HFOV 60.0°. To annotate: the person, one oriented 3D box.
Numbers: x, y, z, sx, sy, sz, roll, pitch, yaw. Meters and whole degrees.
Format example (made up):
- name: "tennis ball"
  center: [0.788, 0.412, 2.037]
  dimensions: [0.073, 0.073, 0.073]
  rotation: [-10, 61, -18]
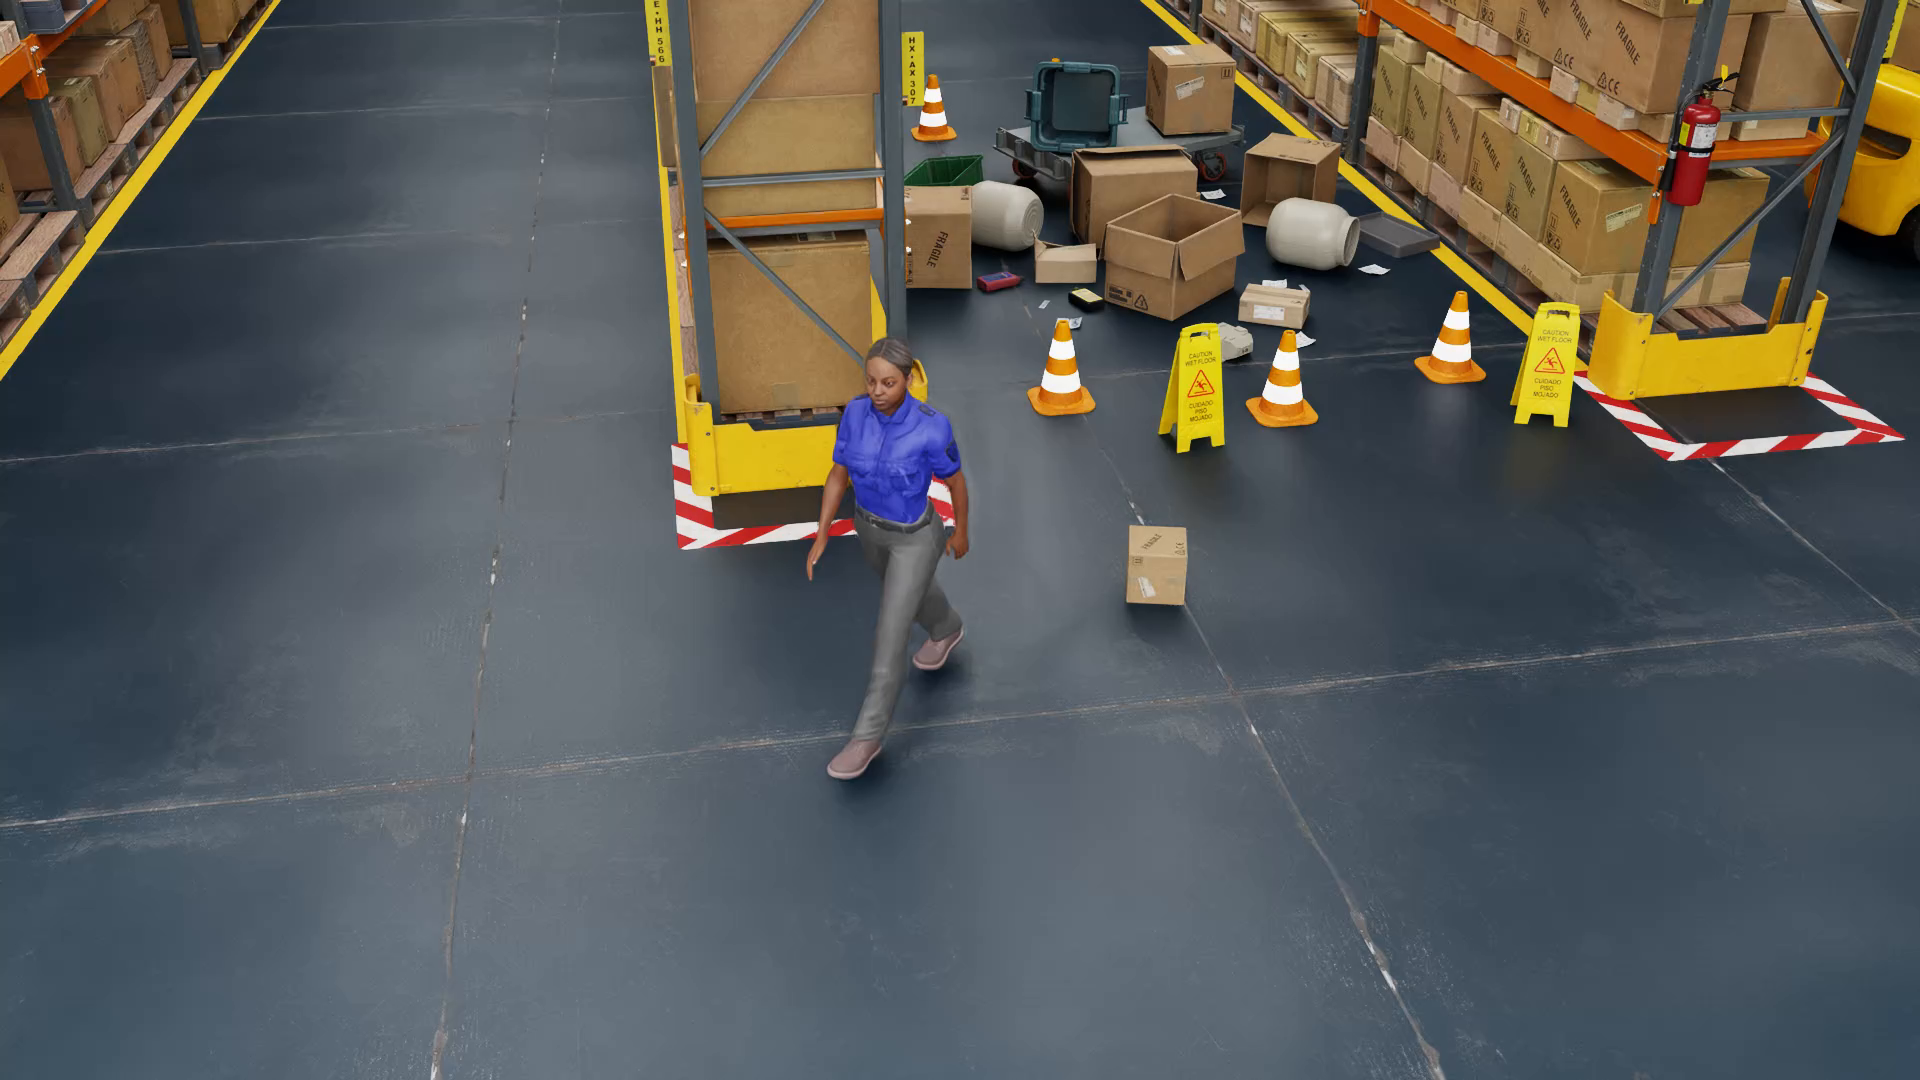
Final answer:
- name: "person"
  center: [-0.257, -0.017, 6.166]
  dimensions: [0.475, 1.589, 1.041]
  rotation: [18, 35, 28]
